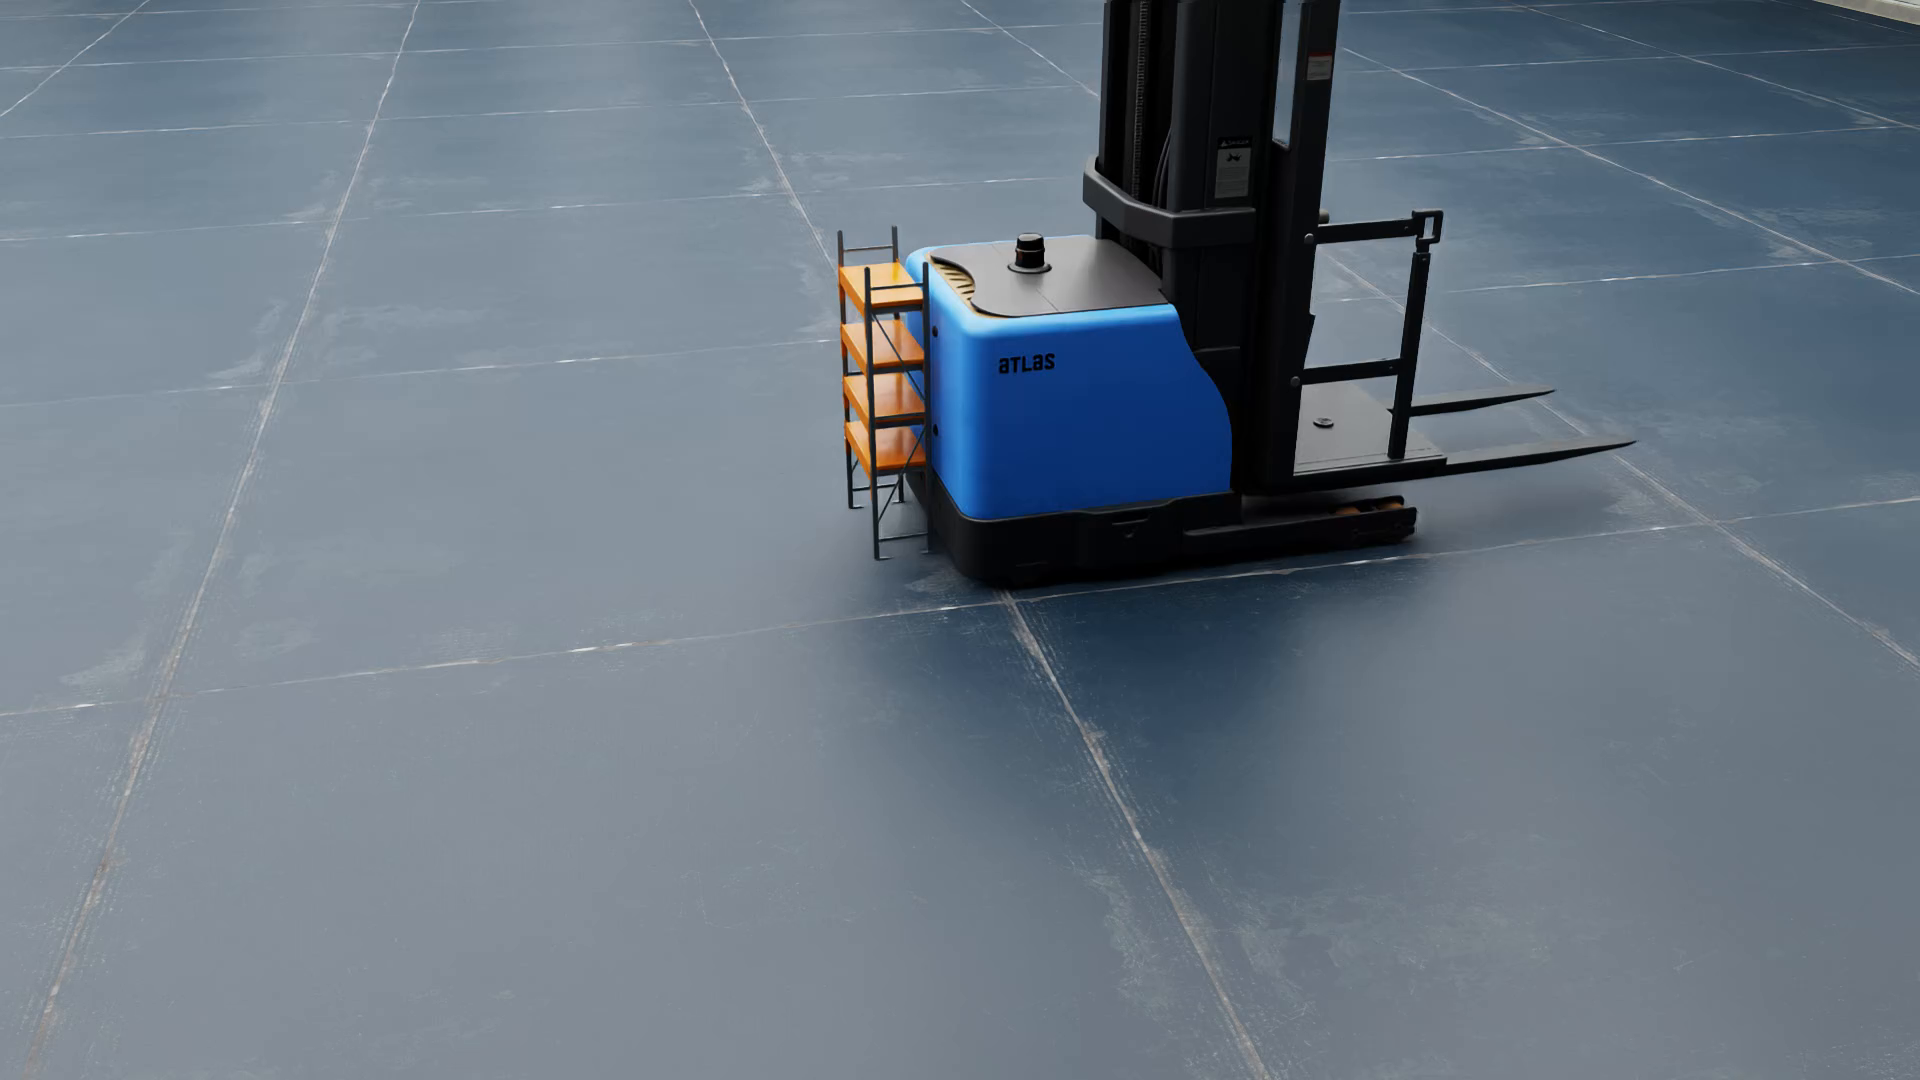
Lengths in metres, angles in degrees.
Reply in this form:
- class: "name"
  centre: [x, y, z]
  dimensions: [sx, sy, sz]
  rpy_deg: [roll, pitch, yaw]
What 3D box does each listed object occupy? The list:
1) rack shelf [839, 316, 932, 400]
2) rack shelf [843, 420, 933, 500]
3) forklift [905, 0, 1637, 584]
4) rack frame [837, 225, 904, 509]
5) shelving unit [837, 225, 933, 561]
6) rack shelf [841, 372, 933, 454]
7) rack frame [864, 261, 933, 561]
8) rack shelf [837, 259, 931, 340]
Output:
- class: "rack shelf"
  centre: [-0.295, -0.716, 6.488]
  dimensions: [0.258, 0.148, 0.480]
  rpy_deg: [-7, 28, -14]
- class: "rack shelf"
  centre: [-0.292, -0.339, 6.679]
  dimensions: [0.258, 0.148, 0.480]
  rpy_deg: [-7, 28, -14]
- class: "forklift"
  centre: [1.343, -1.496, 6.462]
  dimensions: [3.031, 2.935, 1.130]
  rpy_deg: [-7, 28, -14]
- class: "rack frame"
  centre: [-0.359, -0.682, 6.768]
  dimensions: [0.240, 1.200, 0.015]
  rpy_deg: [-7, 28, -14]
- class: "shelving unit"
  centre: [-0.294, -0.576, 6.558]
  dimensions: [0.258, 1.200, 0.503]
  rpy_deg: [-7, 28, -14]
- class: "rack shelf"
  centre: [-0.293, -0.516, 6.589]
  dimensions: [0.258, 0.148, 0.480]
  rpy_deg: [-7, 28, -14]
- class: "rack frame"
  centre: [-0.229, -0.470, 6.348]
  dimensions: [0.240, 1.200, 0.015]
  rpy_deg: [-7, 28, -14]
- class: "rack shelf"
  centre: [-0.296, -0.927, 6.381]
  dimensions: [0.258, 0.148, 0.480]
  rpy_deg: [-7, 28, -14]
